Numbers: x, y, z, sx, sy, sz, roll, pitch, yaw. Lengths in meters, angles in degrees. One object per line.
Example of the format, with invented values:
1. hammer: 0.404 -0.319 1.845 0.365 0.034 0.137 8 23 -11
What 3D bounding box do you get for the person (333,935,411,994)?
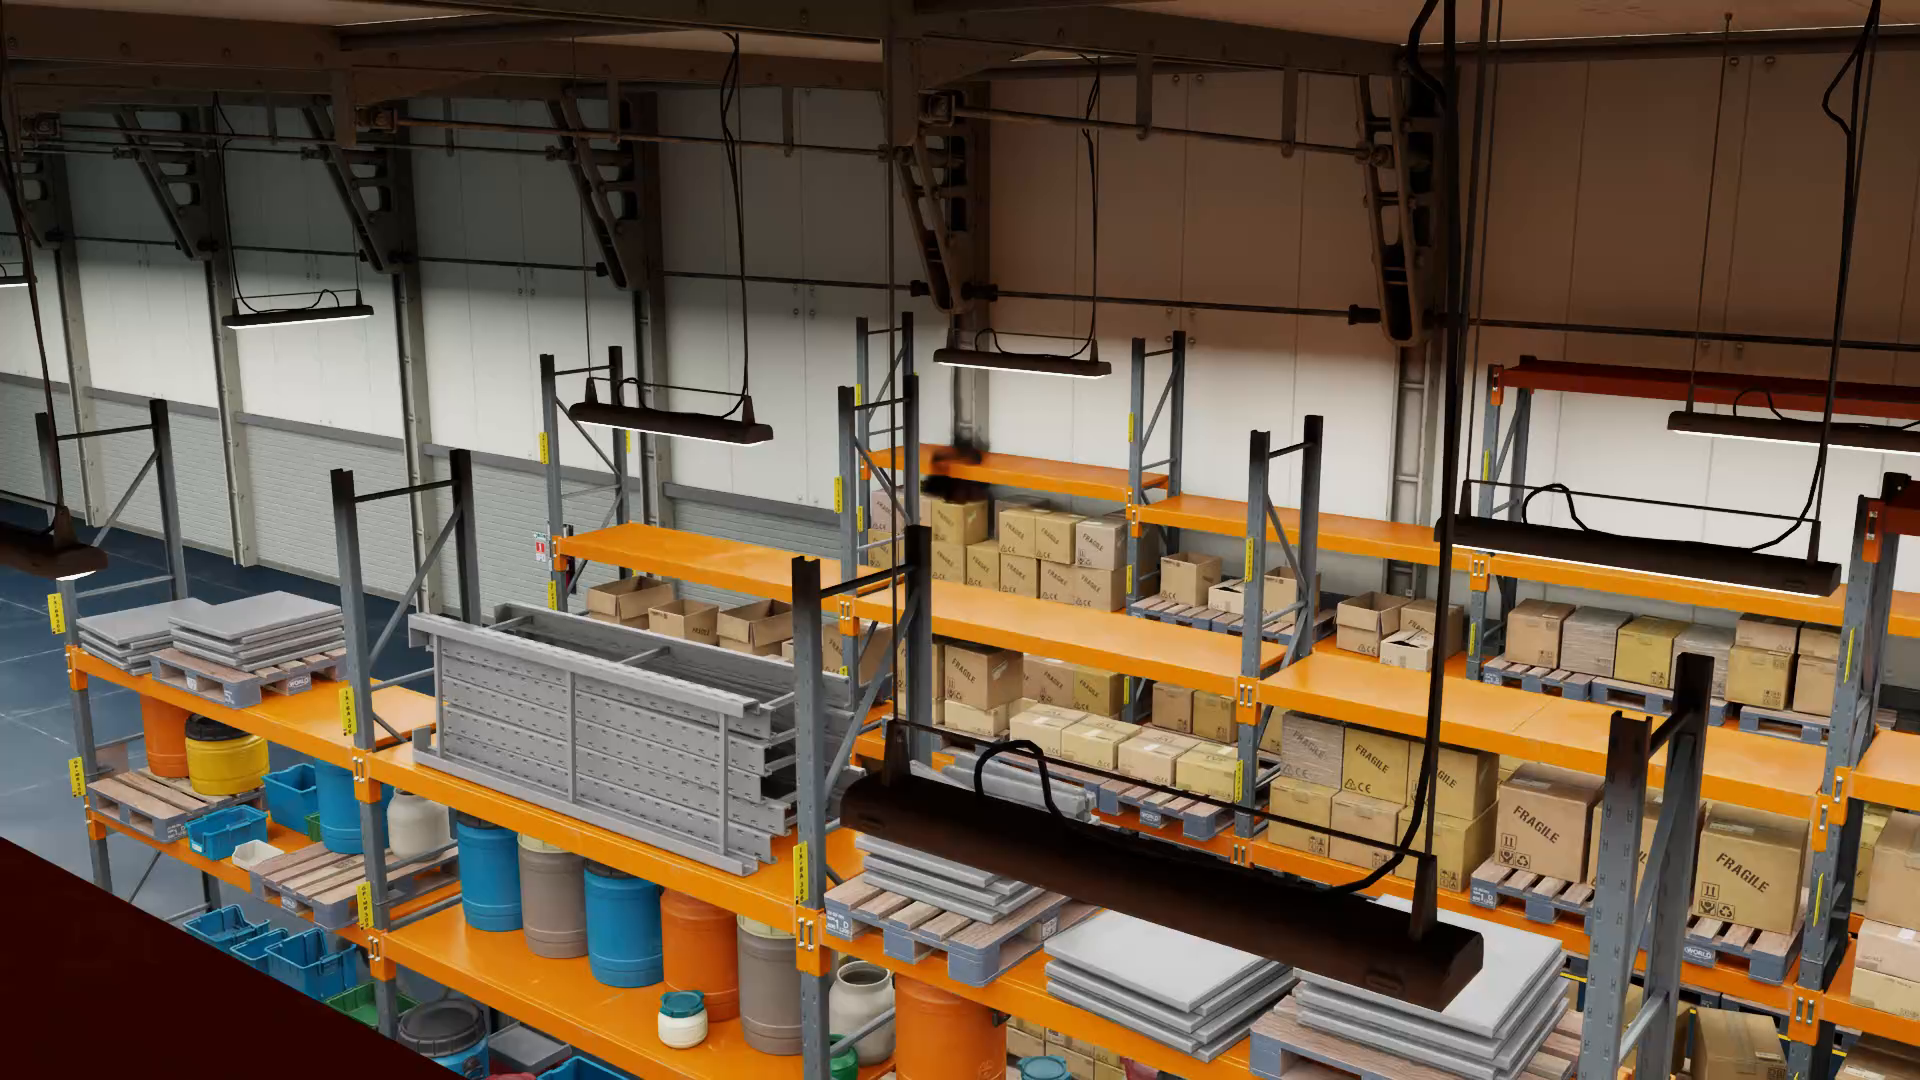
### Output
1. person: -5.639 3.708 15.739 0.825 1.733 0.597 1 13 5
